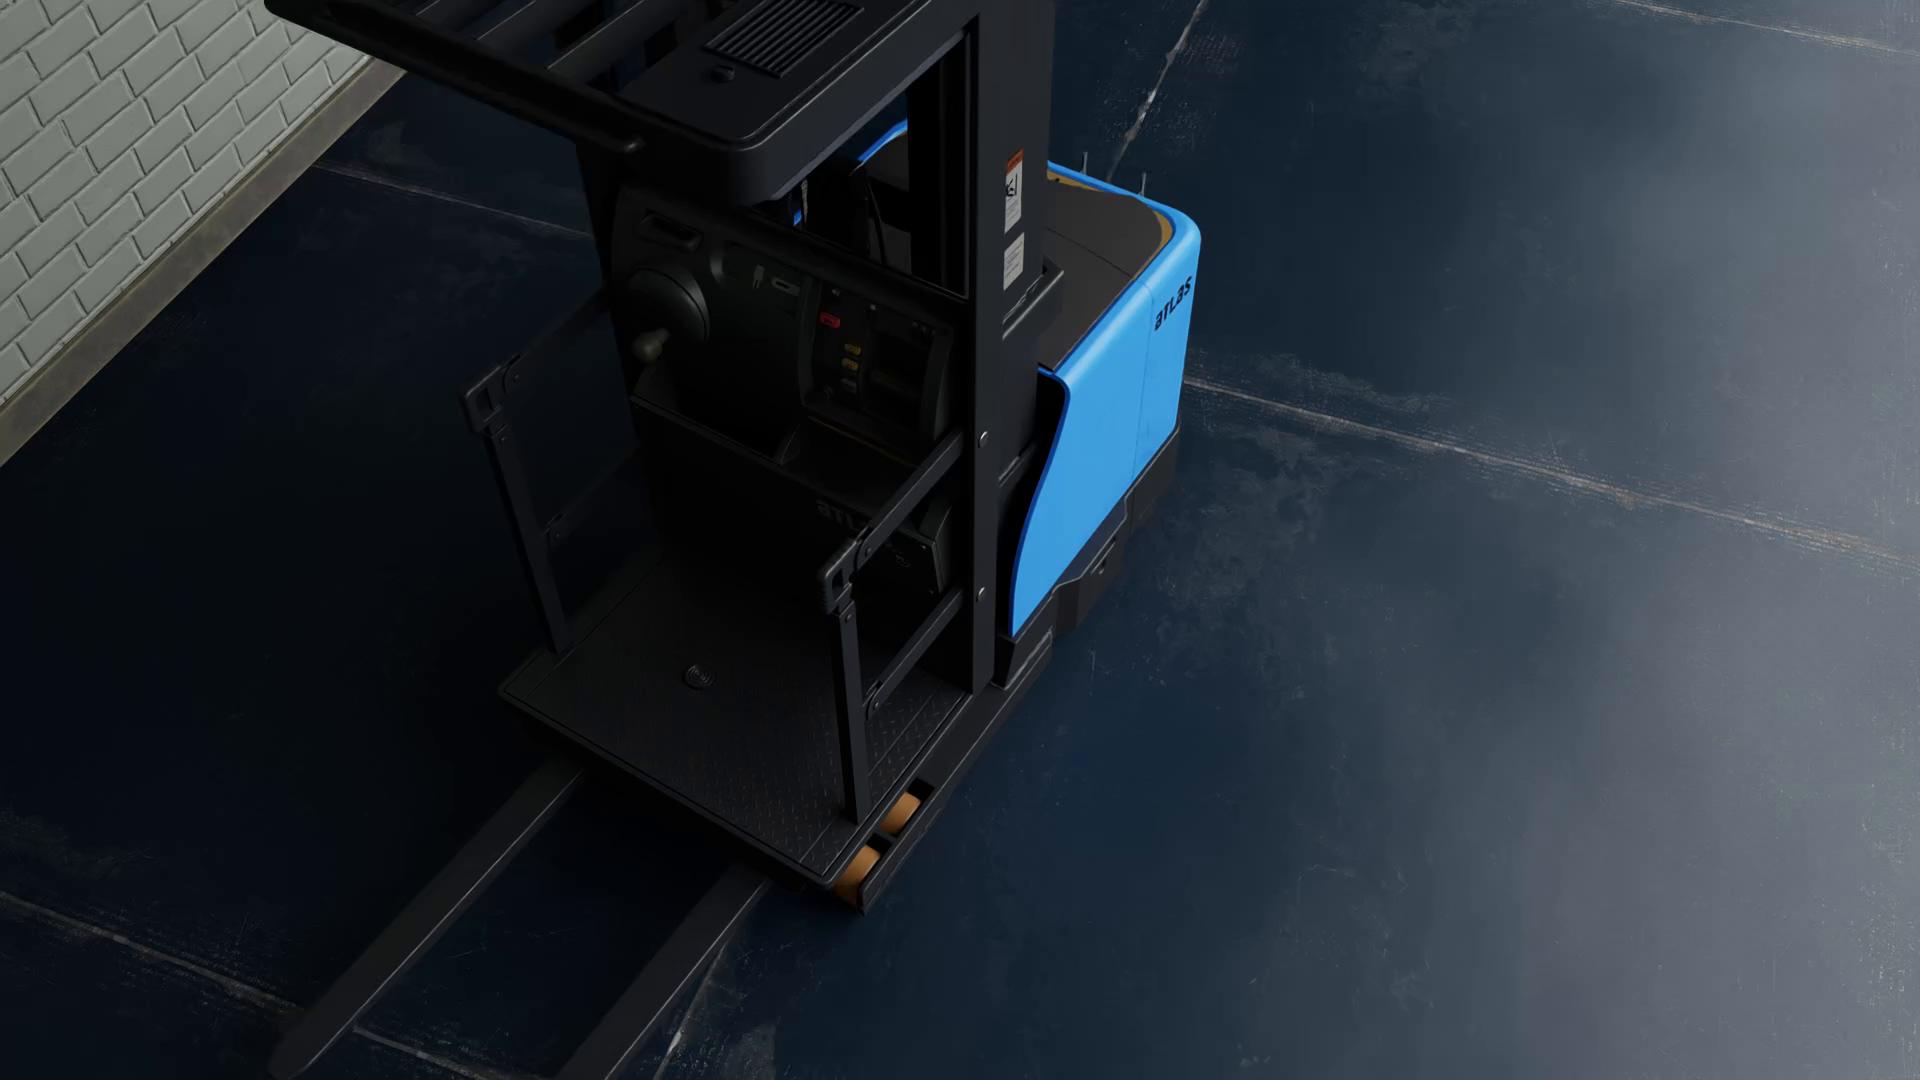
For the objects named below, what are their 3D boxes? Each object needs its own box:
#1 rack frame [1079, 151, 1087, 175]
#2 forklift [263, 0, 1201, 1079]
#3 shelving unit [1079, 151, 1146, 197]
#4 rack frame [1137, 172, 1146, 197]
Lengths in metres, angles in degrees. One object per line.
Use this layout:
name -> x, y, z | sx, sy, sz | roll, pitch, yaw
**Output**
rack frame -> 0.322, -0.820, 5.364 | 0.006, 0.900, 0.240 | 26, 54, 21
forklift -> -0.530, -0.404, 3.661 | 1.130, 2.935, 3.031 | 26, 54, 21
shelving unit -> 0.408, -0.778, 5.328 | 0.210, 0.900, 0.258 | 26, 54, 21
rack frame -> 0.494, -0.737, 5.293 | 0.006, 0.900, 0.240 | 26, 54, 21
